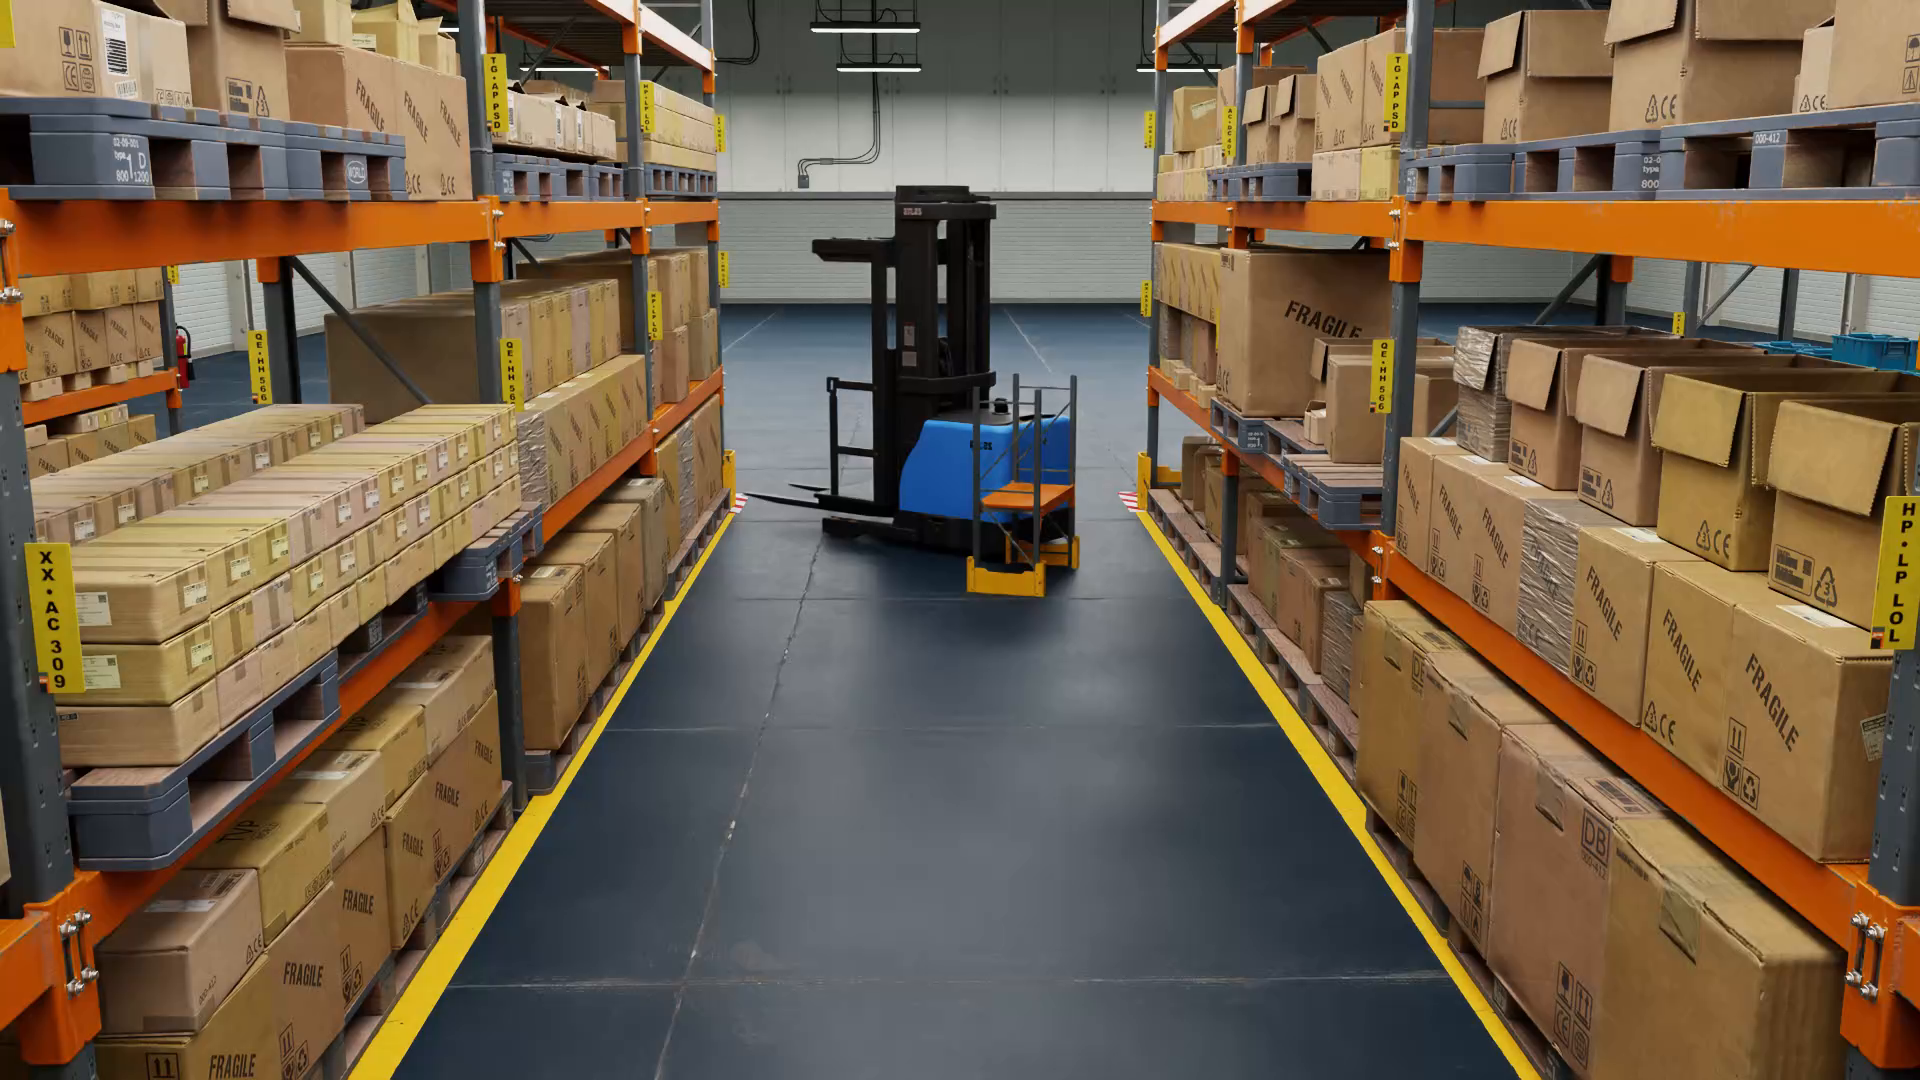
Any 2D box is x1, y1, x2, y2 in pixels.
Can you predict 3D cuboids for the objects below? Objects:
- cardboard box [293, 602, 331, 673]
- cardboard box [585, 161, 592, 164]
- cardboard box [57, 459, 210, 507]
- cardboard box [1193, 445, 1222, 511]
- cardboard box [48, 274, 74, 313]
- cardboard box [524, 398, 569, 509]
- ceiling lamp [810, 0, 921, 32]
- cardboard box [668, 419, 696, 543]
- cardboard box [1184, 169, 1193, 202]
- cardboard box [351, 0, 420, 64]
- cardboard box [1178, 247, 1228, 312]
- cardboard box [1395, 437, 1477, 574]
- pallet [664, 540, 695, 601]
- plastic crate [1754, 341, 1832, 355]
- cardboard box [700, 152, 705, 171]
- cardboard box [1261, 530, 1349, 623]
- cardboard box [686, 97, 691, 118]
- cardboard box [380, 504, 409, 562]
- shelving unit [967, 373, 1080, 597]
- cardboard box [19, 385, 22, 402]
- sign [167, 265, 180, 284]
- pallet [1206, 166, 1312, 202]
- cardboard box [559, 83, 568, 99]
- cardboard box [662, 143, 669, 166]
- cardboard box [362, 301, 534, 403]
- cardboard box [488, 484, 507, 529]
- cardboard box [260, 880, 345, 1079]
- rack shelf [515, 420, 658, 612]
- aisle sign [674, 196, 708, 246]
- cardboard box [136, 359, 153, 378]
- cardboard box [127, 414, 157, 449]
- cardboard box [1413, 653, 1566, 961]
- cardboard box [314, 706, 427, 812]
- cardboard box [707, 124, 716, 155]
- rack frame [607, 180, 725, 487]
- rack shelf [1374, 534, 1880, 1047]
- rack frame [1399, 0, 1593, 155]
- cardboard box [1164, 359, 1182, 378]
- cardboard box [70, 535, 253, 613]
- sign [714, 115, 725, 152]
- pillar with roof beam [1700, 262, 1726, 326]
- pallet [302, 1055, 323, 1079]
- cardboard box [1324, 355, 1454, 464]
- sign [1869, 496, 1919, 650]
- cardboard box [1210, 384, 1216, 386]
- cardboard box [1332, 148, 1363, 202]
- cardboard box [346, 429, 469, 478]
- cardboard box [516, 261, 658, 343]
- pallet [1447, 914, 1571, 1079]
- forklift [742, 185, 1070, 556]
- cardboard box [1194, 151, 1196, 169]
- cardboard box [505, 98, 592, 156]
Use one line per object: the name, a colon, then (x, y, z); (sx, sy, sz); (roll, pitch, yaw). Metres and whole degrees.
cardboard box: (-2.025, 0.277, 4.726); (0.380, 0.149, 0.250); (0, 11, -1)
cardboard box: (-2.974, -2.871, 12.444); (0.380, 0.149, 0.250); (0, 11, 0)
cardboard box: (-2.697, -0.171, 5.439); (0.380, 0.149, 0.250); (0, 11, -2)
cardboard box: (2.296, -0.529, 14.354); (0.500, 0.500, 0.500); (3, 12, 14)
cardboard box: (-7.438, -2.033, 13.023); (0.700, 0.500, 0.500); (0, 11, -2)
cardboard box: (-2.295, -0.441, 8.438); (0.500, 0.500, 0.500); (0, 11, -2)
ceiling lamp: (-1.719, -10.822, 30.090); (2.000, 3.185, 0.800); (0, 11, -1)
cardboard box: (-2.591, -0.465, 13.094); (0.875, 0.875, 0.875); (0, 11, -1)
cardboard box: (2.044, -2.787, 13.083); (0.500, 0.250, 0.500); (0, 11, 1)
cardboard box: (-2.249, -1.914, 6.227); (0.396, 0.266, 0.258); (0, 11, -1)
cardboard box: (2.023, -2.067, 13.191); (0.500, 0.500, 0.500); (0, 11, -1)
cardboard box: (2.156, -0.152, 7.014); (0.500, 0.500, 0.500); (0, 11, 1)
pallet: (-2.563, 0.219, 12.447); (1.003, 0.211, 1.213); (0, 11, -1)
plastic crate: (7.514, -1.640, 14.975); (0.499, 0.251, 0.616); (0, 11, -1)
cardboard box: (-2.347, -3.177, 13.953); (0.380, 0.149, 0.250); (0, 11, -1)
cardboard box: (2.318, 0.230, 10.560); (0.700, 0.500, 0.500); (0, 11, -2)
cardboard box: (-2.330, -3.415, 13.121); (0.380, 0.149, 0.250); (0, 11, -1)
cardboard box: (-2.043, -0.025, 5.466); (0.380, 0.149, 0.250); (0, 11, -2)
shelving unit: (0.491, -0.441, 12.461); (0.587, 1.500, 1.083); (4, 12, 18)
cardboard box: (-7.358, -1.101, 12.574); (0.380, 0.149, 0.250); (0, 11, -1)
sign: (-7.100, -2.471, 14.989); (0.100, 0.325, 0.005); (0, 11, -1)
pallet: (2.242, -2.251, 10.538); (1.213, 0.211, 1.003); (0, 11, -1)
cardboard box: (-2.957, -3.110, 11.619); (0.380, 0.149, 0.250); (0, 11, -1)
cardboard box: (-2.304, -2.772, 11.960); (0.380, 0.149, 0.250); (0, 11, -1)
cardboard box: (-2.554, -0.930, 8.330); (0.700, 0.500, 0.500); (0, 11, -2)
cardboard box: (-2.070, -0.138, 6.770); (0.380, 0.149, 0.250); (0, 11, -1)
cardboard box: (-2.223, 1.361, 5.039); (0.500, 0.500, 0.500); (0, 11, 1)
rack shelf: (-2.584, -0.246, 9.535); (1.077, 0.370, 4.000); (0, 11, -1)
aisle sign: (-2.409, -3.080, 15.160); (0.394, 0.787, 0.004); (0, 11, -1)
cardboard box: (-7.317, -1.504, 14.560); (0.380, 0.149, 0.250); (0, 11, -2)
cardboard box: (-7.378, -0.818, 14.521); (0.500, 0.500, 0.500); (0, 11, -1)
cardboard box: (2.423, 0.949, 6.125); (1.225, 0.875, 0.875); (0, 11, -1)
cardboard box: (-2.250, 0.787, 5.979); (0.500, 0.250, 0.500); (0, 11, 0)
cardboard box: (-2.418, -3.492, 14.504); (0.500, 0.250, 0.500); (0, 11, 0)
rack frame: (-2.708, -1.791, 15.343); (1.000, 3.000, 0.127); (0, 11, -1)
rack shelf: (2.460, 0.549, 5.617); (1.077, 0.370, 4.000); (0, 11, -1)
rack frame: (2.418, -3.141, 6.909); (1.000, 3.000, 0.127); (0, 11, -1)
cardboard box: (1.997, -1.511, 14.594); (0.380, 0.149, 0.250); (0, 11, -1)
cardboard box: (-2.020, 0.085, 4.177); (0.380, 0.149, 0.250); (0, 11, 0)
sign: (-2.165, -3.656, 14.962); (0.100, 0.325, 0.005); (0, 11, -1)
pillar with roof beam: (13.189, -9.410, 37.809); (9.100, 9.000, 0.548); (0, 11, -1)
pallet: (-2.478, 1.806, 4.625); (1.003, 0.211, 1.213); (0, 11, -1)
cardboard box: (2.256, -0.674, 8.527); (0.700, 0.500, 0.500); (1, 12, 7)
sign: (1.959, 0.070, 3.459); (0.100, 0.325, 0.005); (0, 11, -1)
cardboard box: (2.107, -1.114, 12.636); (0.380, 0.149, 0.250); (0, 11, -1)
cardboard box: (2.140, -1.790, 8.169); (0.500, 0.250, 0.500); (0, 11, -1)
cardboard box: (-2.057, -0.324, 6.193); (0.380, 0.149, 0.250); (0, 11, 1)
cardboard box: (-2.599, -1.672, 11.663); (0.875, 0.550, 0.550); (0, 11, -1)
pallet: (2.382, 1.565, 5.816); (1.003, 0.211, 1.213); (0, 11, -1)
forklift: (-0.559, -1.517, 14.163); (3.031, 2.935, 1.130); (8, 14, 36)
cardboard box: (2.072, -3.019, 13.228); (0.380, 0.149, 0.250); (0, 11, -2)
cardboard box: (-2.369, -2.330, 9.369); (0.500, 0.311, 0.500); (-1, 11, -3)
